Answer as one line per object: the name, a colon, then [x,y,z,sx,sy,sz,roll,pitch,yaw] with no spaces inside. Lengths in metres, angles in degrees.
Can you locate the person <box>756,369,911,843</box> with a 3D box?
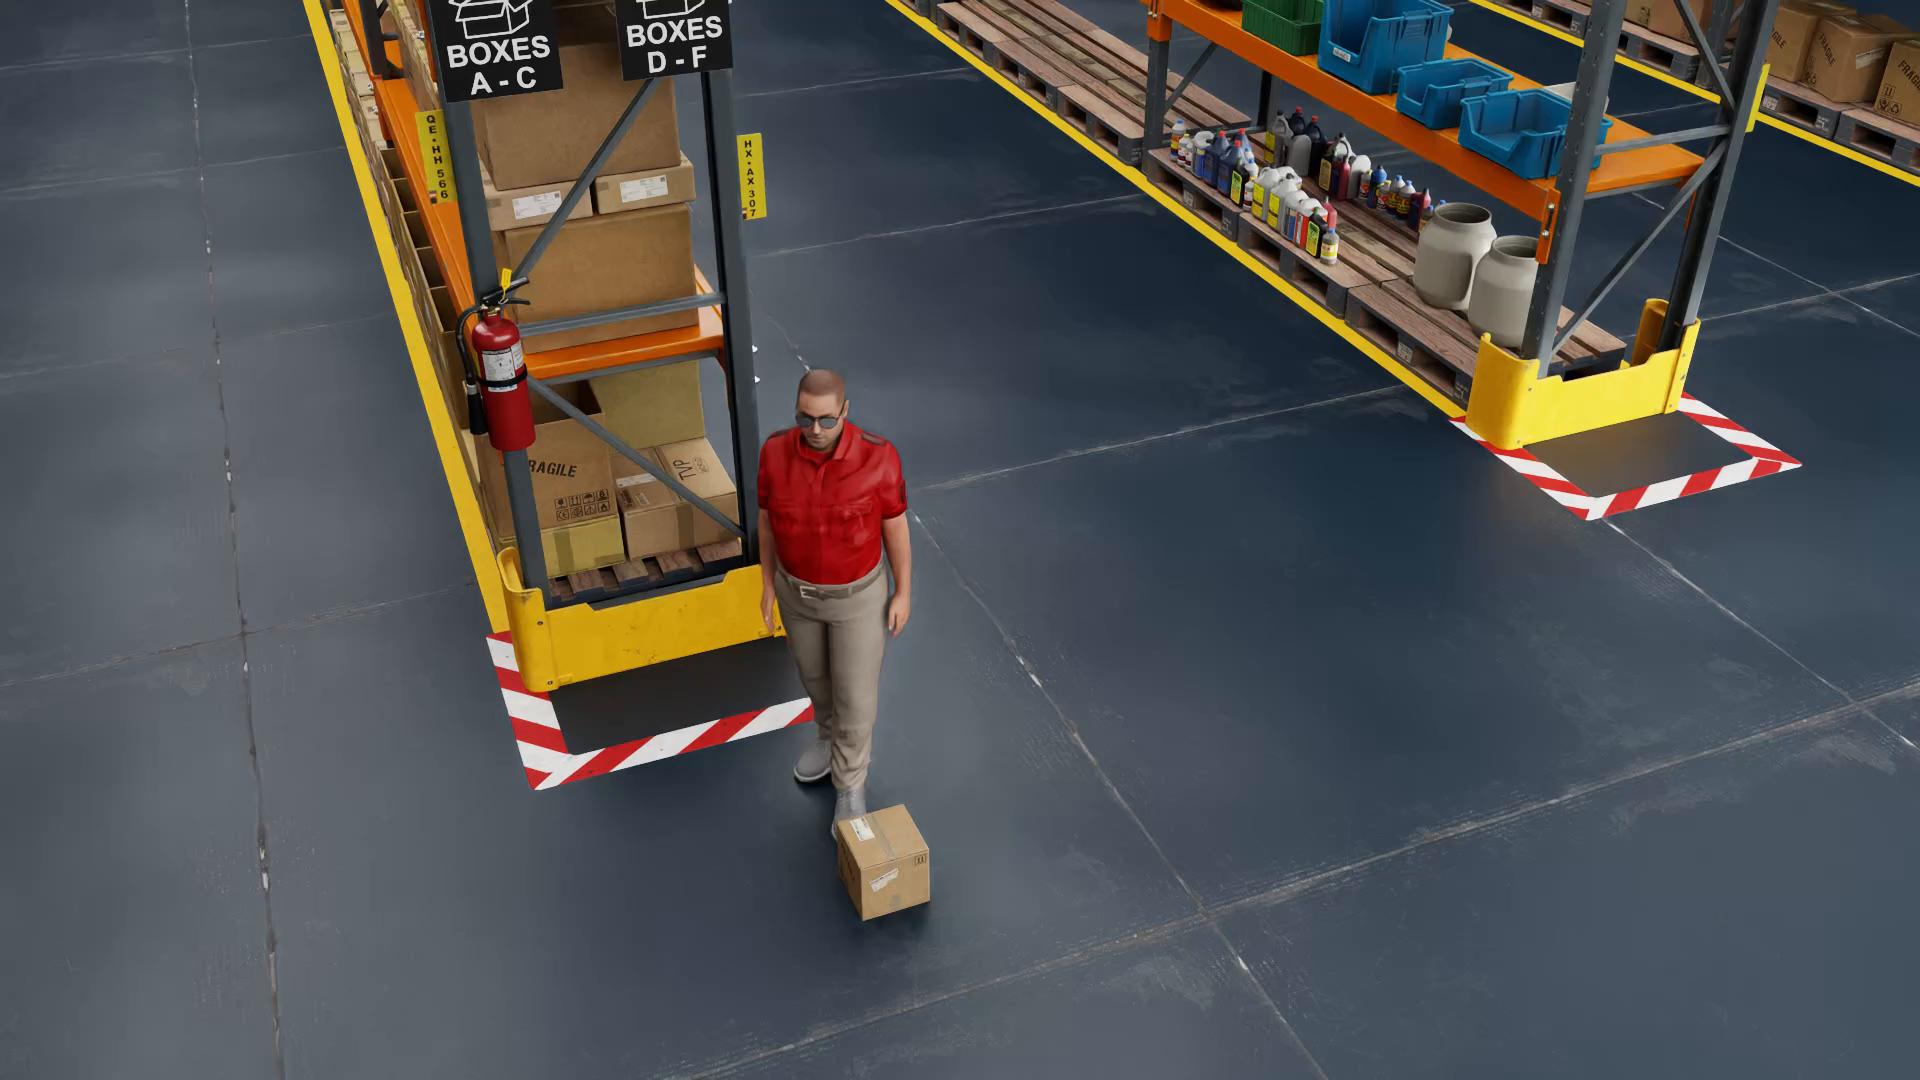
person: [-0.465,0.217,5.823,0.549,1.737,0.580,9,34,13]
